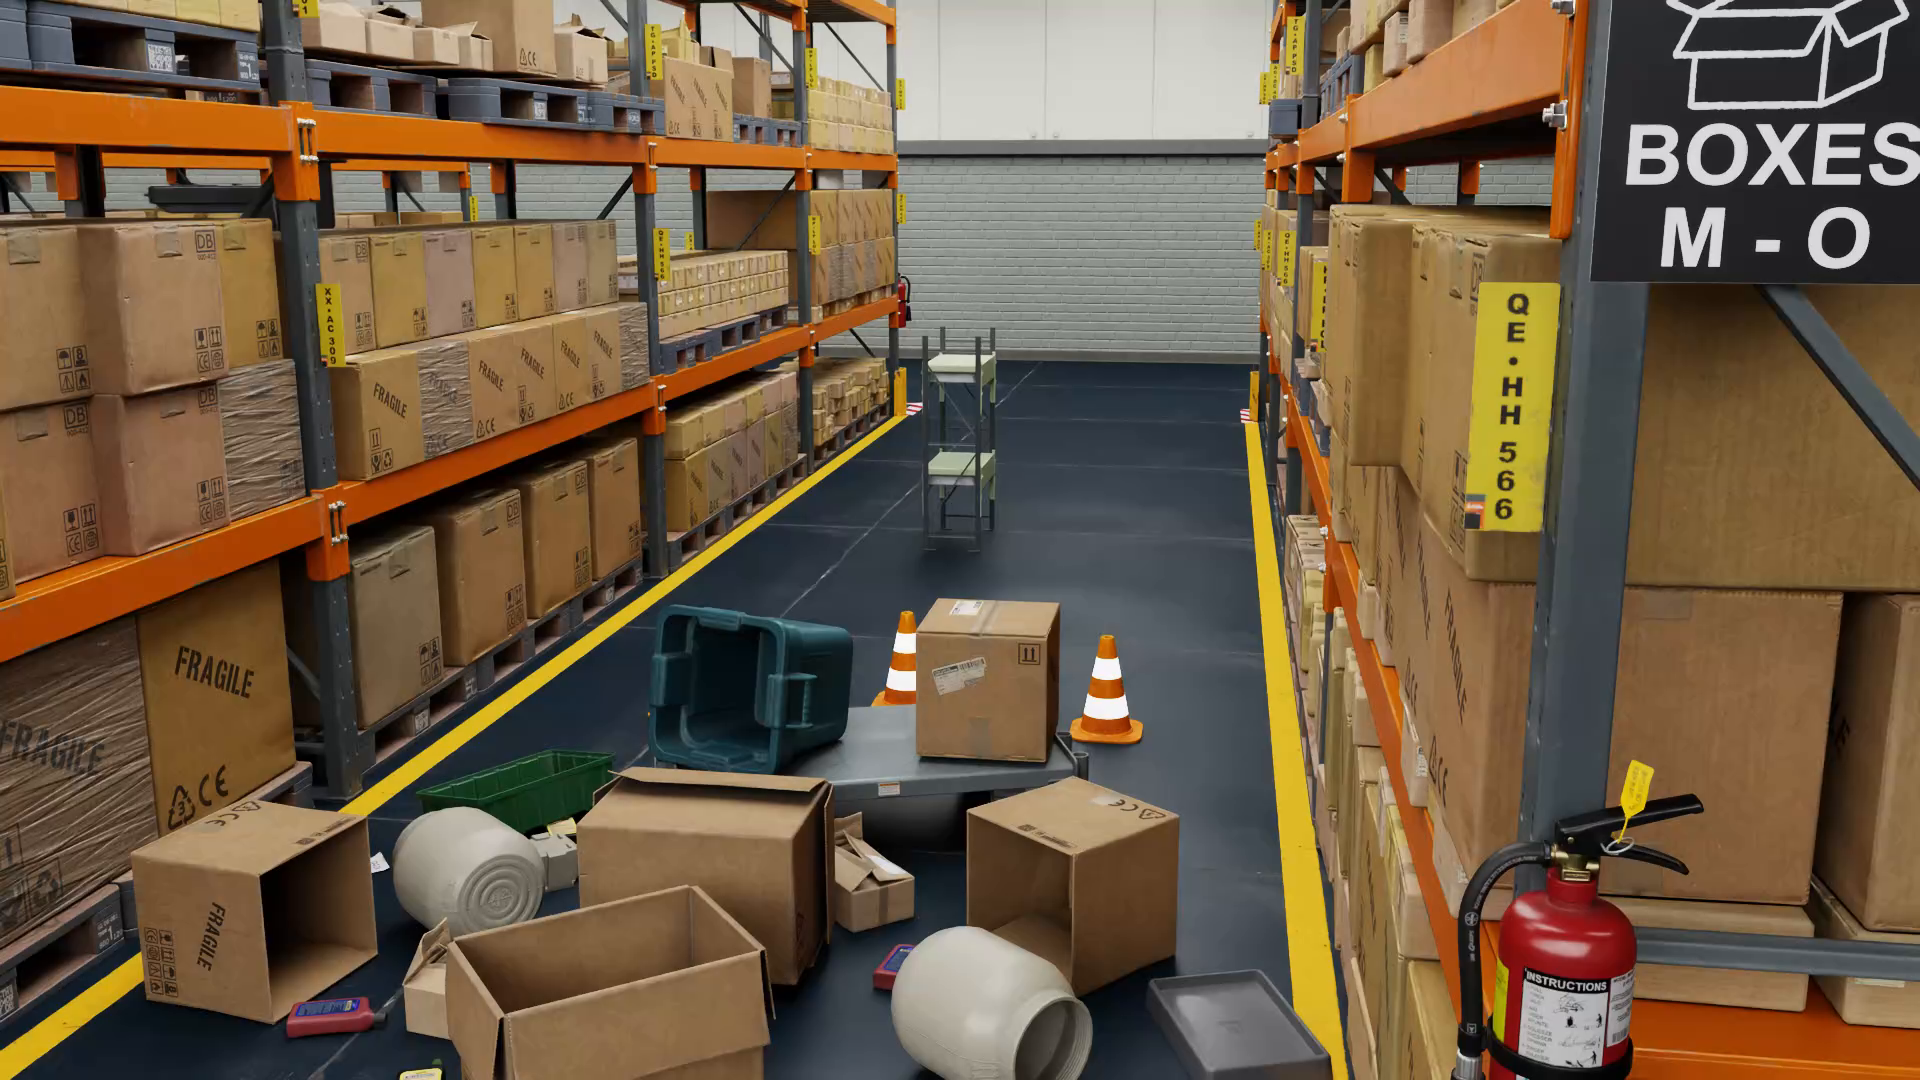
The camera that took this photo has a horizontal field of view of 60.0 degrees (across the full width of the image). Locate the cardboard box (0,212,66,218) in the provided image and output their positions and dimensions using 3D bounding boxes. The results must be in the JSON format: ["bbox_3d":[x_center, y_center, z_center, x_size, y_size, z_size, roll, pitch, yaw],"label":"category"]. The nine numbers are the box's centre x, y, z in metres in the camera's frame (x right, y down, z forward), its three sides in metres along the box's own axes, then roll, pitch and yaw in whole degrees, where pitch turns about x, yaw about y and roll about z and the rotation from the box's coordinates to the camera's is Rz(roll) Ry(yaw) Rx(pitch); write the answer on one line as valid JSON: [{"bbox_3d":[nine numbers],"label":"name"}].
[{"bbox_3d":[-7.066,-2.242,12.656,0.797,0.503,0.637,2,12,10],"label":"cardboard box"}]

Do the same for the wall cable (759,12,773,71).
[{"bbox_3d":[-1.792,-8.651,23.139,2.277,5.999,0.120,2,12,9],"label":"wall cable"}]

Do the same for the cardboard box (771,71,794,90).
[{"bbox_3d":[-1.513,-3.951,14.309,0.380,0.149,0.250,2,12,8],"label":"cardboard box"}]

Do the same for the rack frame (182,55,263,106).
[{"bbox_3d":[-6.682,-5.180,14.671,1.000,3.000,0.127,2,12,9],"label":"rack frame"}]

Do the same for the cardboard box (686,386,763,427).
[{"bbox_3d":[-1.821,-1.036,12.835,0.500,0.250,0.500,1,12,6],"label":"cardboard box"}]

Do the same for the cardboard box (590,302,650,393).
[{"bbox_3d":[-2.216,-1.180,10.110,0.500,0.500,0.500,2,12,9],"label":"cardboard box"}]

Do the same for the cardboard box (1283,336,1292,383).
[{"bbox_3d":[2.316,-1.134,10.493,0.500,0.250,0.500,1,12,7],"label":"cardboard box"}]

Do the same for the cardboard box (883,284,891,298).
[{"bbox_3d":[-0.953,-2.699,17.992,0.380,0.149,0.250,2,12,9],"label":"cardboard box"}]

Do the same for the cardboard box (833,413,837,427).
[{"bbox_3d":[-1.399,-1.163,16.042,0.380,0.149,0.250,1,12,6],"label":"cardboard box"}]

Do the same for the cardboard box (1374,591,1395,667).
[{"bbox_3d":[1.297,0.236,4.374,0.380,0.149,0.250,2,12,8],"label":"cardboard box"}]

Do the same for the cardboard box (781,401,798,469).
[{"bbox_3d":[-1.662,-0.887,13.926,0.500,0.500,0.500,2,12,8],"label":"cardboard box"}]

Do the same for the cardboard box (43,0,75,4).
[{"bbox_3d":[-2.923,-1.701,5.007,0.380,0.149,0.250,2,12,10],"label":"cardboard box"}]

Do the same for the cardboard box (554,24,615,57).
[{"bbox_3d":[-2.543,-3.323,11.116,0.396,0.266,0.258,2,12,9],"label":"cardboard box"}]

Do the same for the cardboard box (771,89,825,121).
[{"bbox_3d":[-1.486,-3.796,14.536,0.500,0.250,0.500,2,12,11],"label":"cardboard box"}]

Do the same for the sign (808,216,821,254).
[{"bbox_3d":[-1.248,-2.615,14.258,0.100,0.325,0.005,2,12,9],"label":"sign"}]

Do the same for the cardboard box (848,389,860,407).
[{"bbox_3d":[-1.199,-1.409,16.476,0.380,0.149,0.250,2,12,9],"label":"cardboard box"}]

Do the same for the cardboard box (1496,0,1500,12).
[{"bbox_3d":[1.123,-0.963,2.816,0.380,0.149,0.250,2,12,10],"label":"cardboard box"}]

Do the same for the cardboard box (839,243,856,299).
[{"bbox_3d":[-1.290,-2.562,15.819,0.500,0.500,0.500,2,12,7],"label":"cardboard box"}]

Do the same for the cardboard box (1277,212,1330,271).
[{"bbox_3d":[2.628,-2.171,12.336,0.500,0.500,0.500,2,12,7],"label":"cardboard box"}]

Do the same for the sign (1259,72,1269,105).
[{"bbox_3d":[3.177,-4.711,17.350,0.100,0.325,0.005,2,12,9],"label":"sign"}]

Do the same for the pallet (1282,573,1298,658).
[{"bbox_3d":[2.373,0.432,9.489,1.003,0.211,1.213,2,12,9],"label":"pallet"}]

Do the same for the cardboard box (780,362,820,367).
[{"bbox_3d":[-1.687,-1.793,17.553,0.380,0.149,0.250,2,12,8],"label":"cardboard box"}]

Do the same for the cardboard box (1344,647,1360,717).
[{"bbox_3d":[1.366,0.439,5.046,0.380,0.149,0.250,2,12,11],"label":"cardboard box"}]

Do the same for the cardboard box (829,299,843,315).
[{"bbox_3d":[-1.324,-2.212,15.732,0.380,0.149,0.250,2,12,10],"label":"cardboard box"}]

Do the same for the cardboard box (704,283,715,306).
[{"bbox_3d":[-1.984,-1.772,11.988,0.380,0.149,0.250,2,12,9],"label":"cardboard box"}]

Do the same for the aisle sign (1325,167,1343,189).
[{"bbox_3d":[4.042,-4.035,17.426,0.394,0.787,0.004,2,12,9],"label":"aisle sign"}]

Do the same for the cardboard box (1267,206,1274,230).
[{"bbox_3d":[3.150,-2.887,15.660,0.500,0.500,0.500,2,12,9],"label":"cardboard box"}]

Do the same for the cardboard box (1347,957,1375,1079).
[{"bbox_3d":[1.285,1.317,4.294,0.500,0.250,0.500,1,12,7],"label":"cardboard box"}]

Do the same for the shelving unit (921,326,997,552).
[{"bbox_3d":[-0.001,-0.732,11.829,0.431,1.500,0.755,2,12,9],"label":"shelving unit"}]

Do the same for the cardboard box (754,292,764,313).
[{"bbox_3d":[-1.781,-1.901,13.295,0.380,0.149,0.250,1,12,6],"label":"cardboard box"}]

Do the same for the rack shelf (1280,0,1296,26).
[{"bbox_3d":[2.802,-3.896,11.367,1.077,0.370,4.000,2,12,9],"label":"rack shelf"}]

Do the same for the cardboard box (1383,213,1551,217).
[{"bbox_3d":[1.403,-0.539,4.058,0.700,0.500,0.500,2,12,8],"label":"cardboard box"}]

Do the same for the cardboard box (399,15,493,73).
[{"bbox_3d":[-2.530,-2.438,8.151,0.396,0.266,0.258,2,12,9],"label":"cardboard box"}]

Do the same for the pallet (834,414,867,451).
[{"bbox_3d":[-1.543,-1.098,16.589,1.003,0.211,1.213,2,12,9],"label":"pallet"}]

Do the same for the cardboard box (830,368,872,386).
[{"bbox_3d":[-1.111,-1.665,16.956,0.380,0.149,0.250,2,12,11],"label":"cardboard box"}]

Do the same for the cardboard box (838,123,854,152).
[{"bbox_3d":[-1.297,-3.759,15.552,0.500,0.250,0.500,2,12,11],"label":"cardboard box"}]

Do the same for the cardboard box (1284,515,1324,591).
[{"bbox_3d":[2.398,0.103,9.638,0.950,0.372,0.625,1,12,5],"label":"cardboard box"}]

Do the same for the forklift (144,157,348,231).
[{"bbox_3d":[-5.223,-1.504,12.015,3.031,2.935,1.130,-5,13,-22],"label":"forklift"}]

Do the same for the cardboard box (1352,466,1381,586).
[{"bbox_3d":[1.392,-0.164,4.689,0.500,0.500,0.500,2,12,8],"label":"cardboard box"}]

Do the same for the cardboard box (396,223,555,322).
[{"bbox_3d":[-2.644,-1.466,9.063,0.700,0.500,0.500,2,12,8],"label":"cardboard box"}]

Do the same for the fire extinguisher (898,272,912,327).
[{"bbox_3d":[-0.687,-2.716,18.545,0.296,0.674,0.183,2,12,9],"label":"fire extinguisher"}]

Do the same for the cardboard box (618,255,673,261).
[{"bbox_3d":[-2.470,-2.155,13.062,0.380,0.149,0.250,2,12,8],"label":"cardboard box"}]

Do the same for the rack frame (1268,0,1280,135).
[{"bbox_3d":[3.725,-5.692,17.045,1.000,3.000,0.127,2,12,9],"label":"rack frame"}]

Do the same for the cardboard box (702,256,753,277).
[{"bbox_3d":[-1.829,-2.134,12.963,0.380,0.149,0.250,1,12,7],"label":"cardboard box"}]

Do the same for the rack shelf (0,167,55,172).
[{"bbox_3d":[-11.269,-3.939,17.739,1.077,0.370,4.000,2,12,9],"label":"rack shelf"}]

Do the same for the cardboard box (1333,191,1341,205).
[{"bbox_3d":[3.436,-2.947,14.398,0.380,0.149,0.250,2,12,8],"label":"cardboard box"}]

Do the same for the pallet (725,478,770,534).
[{"bbox_3d":[-2.100,-0.286,12.819,1.003,0.211,1.213,2,12,9],"label":"pallet"}]

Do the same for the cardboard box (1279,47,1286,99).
[{"bbox_3d":[2.688,-3.473,12.635,0.500,0.500,0.500,2,12,8],"label":"cardboard box"}]

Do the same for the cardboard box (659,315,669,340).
[{"bbox_3d":[-2.144,-1.402,10.980,0.380,0.149,0.250,2,12,8],"label":"cardboard box"}]

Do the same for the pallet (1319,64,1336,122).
[{"bbox_3d":[2.236,-1.977,7.372,1.213,0.211,1.003,2,12,9],"label":"pallet"}]

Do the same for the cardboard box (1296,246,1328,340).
[{"bbox_3d":[2.197,-1.407,9.463,0.500,0.500,0.500,2,12,7],"label":"cardboard box"}]

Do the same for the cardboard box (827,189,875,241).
[{"bbox_3d":[-1.155,-3.264,16.704,0.500,0.500,0.500,3,12,12],"label":"cardboard box"}]

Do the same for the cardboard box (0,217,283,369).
[{"bbox_3d":[-3.118,-0.926,6.252,0.875,0.550,0.550,2,12,9],"label":"cardboard box"}]

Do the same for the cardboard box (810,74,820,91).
[{"bbox_3d":[-1.438,-4.007,14.567,0.380,0.149,0.250,1,12,6],"label":"cardboard box"}]

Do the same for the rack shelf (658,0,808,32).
[{"bbox_3d":[-2.105,-4.035,12.014,1.077,0.370,4.000,2,12,9],"label":"rack shelf"}]

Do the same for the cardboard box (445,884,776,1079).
[{"bbox_3d":[-0.967,1.344,4.562,0.797,0.503,0.637,-7,14,-30],"label":"cardboard box"}]
